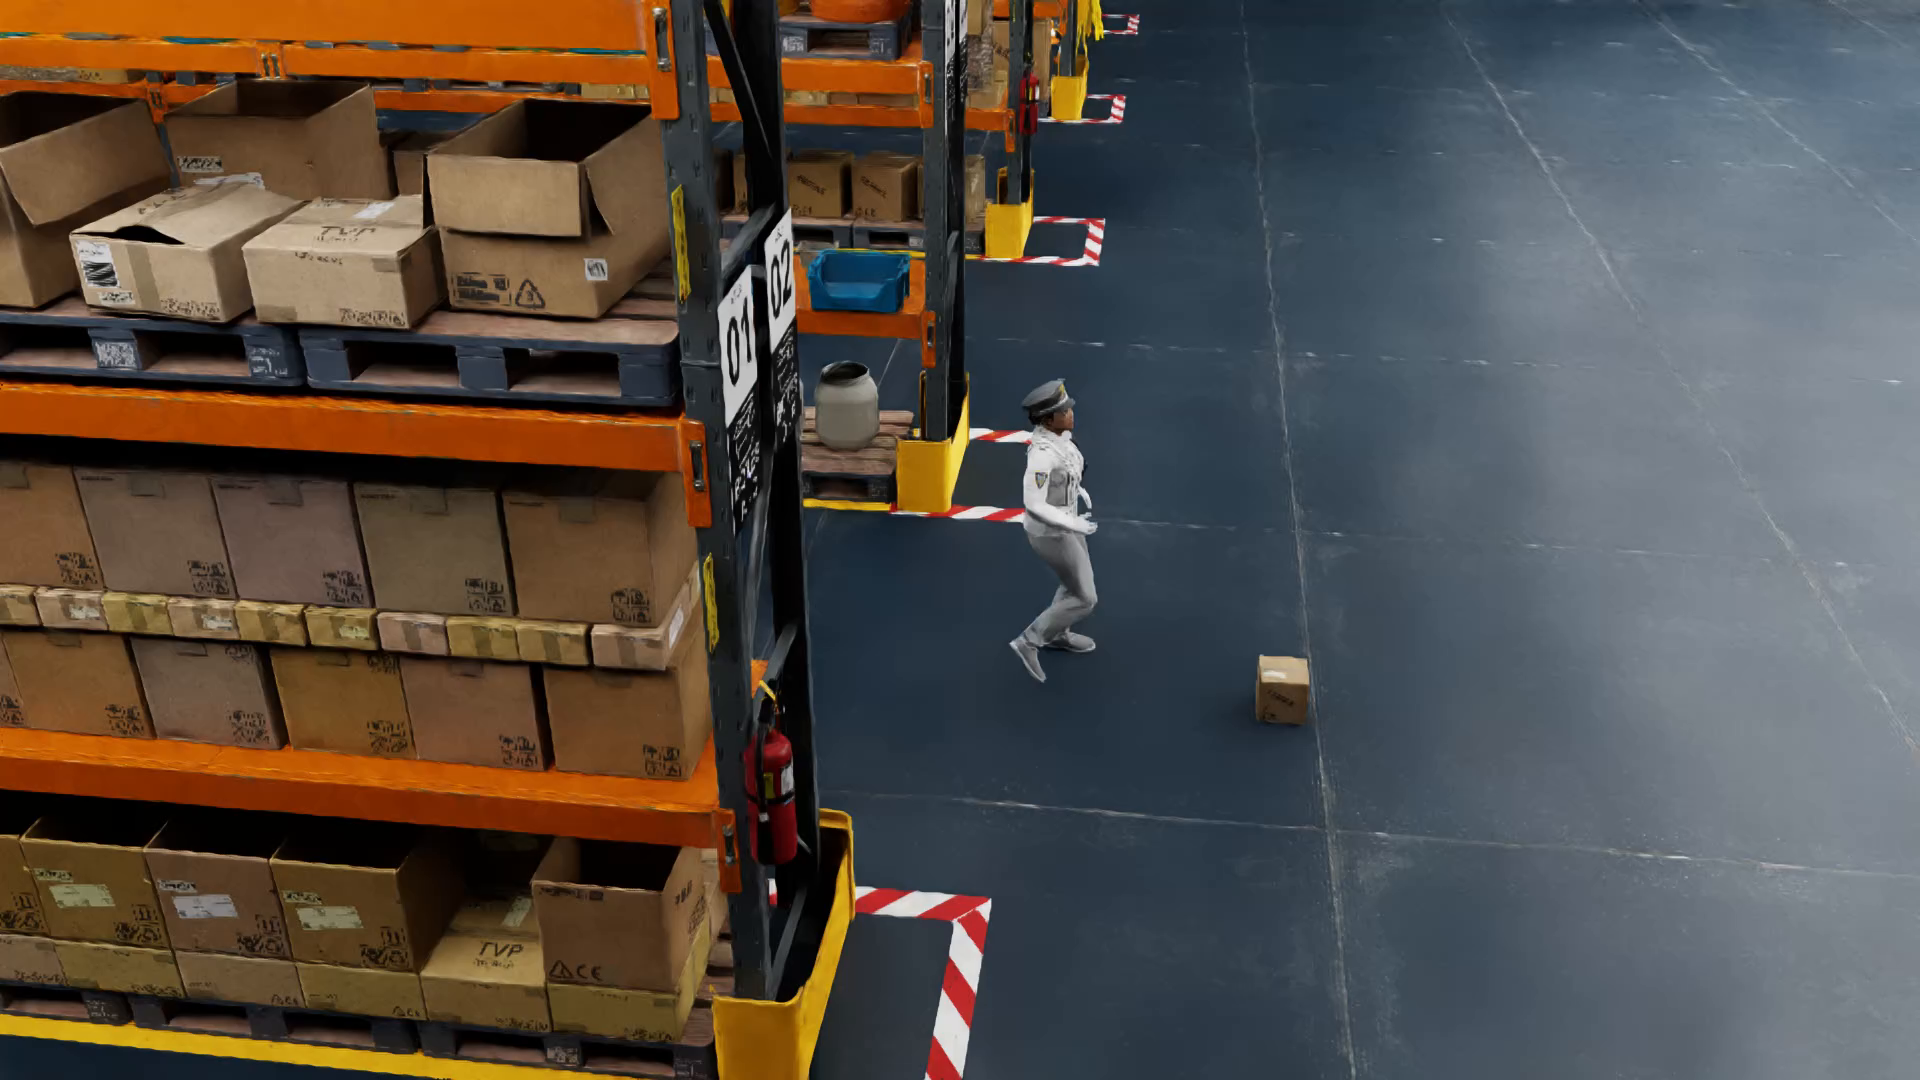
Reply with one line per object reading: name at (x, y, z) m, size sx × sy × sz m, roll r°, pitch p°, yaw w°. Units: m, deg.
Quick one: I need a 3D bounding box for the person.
person at (0.514, -0.075, 8.767) m, size 0.461 × 1.670 × 0.727 m, roll 2°, pitch 29°, yaw 4°
